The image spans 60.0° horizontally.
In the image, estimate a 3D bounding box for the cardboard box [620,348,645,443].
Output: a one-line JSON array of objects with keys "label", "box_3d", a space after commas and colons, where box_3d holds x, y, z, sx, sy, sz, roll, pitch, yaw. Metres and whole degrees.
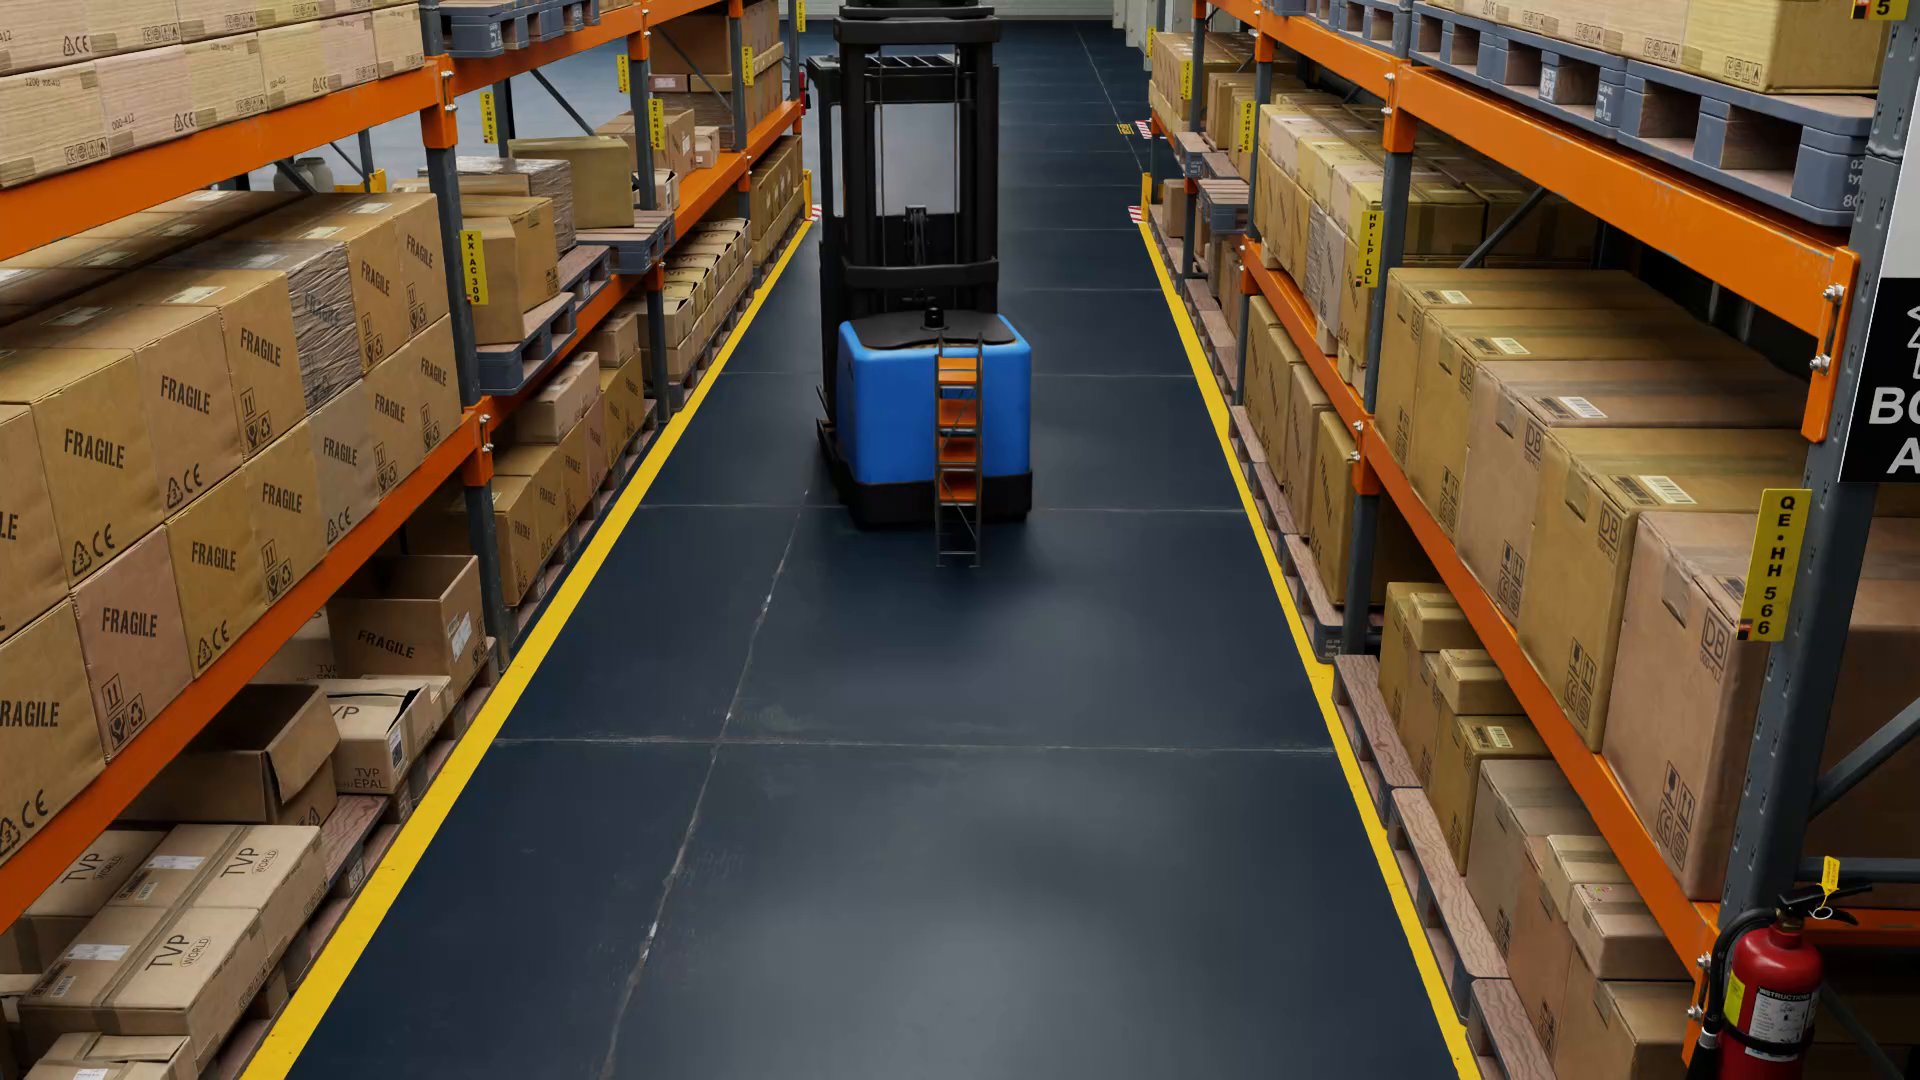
[{"label": "cardboard box", "box_3d": [-2.333, -0.931, 10.628, 0.500, 0.500, 0.500, 1, 21, 4]}]

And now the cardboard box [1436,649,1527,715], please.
[{"label": "cardboard box", "box_3d": [1.957, 0.515, 6.034, 0.380, 0.149, 0.250, 0, 21, 0]}]

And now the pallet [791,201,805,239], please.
[{"label": "pallet", "box_3d": [-2.278, -3.547, 18.379, 1.003, 0.211, 1.213, 1, 21, 2]}]

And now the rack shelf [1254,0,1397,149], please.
[{"label": "rack shelf", "box_3d": [2.351, -2.518, 8.721, 1.077, 0.370, 4.000, 1, 21, 2]}]

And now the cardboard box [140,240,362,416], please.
[{"label": "cardboard box", "box_3d": [-2.446, -0.745, 5.782, 0.500, 0.500, 0.500, 1, 21, 2]}]

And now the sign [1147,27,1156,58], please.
[{"label": "sign", "box_3d": [2.113, -5.481, 18.310, 0.100, 0.325, 0.005, 1, 21, 2]}]

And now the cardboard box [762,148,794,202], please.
[{"label": "cardboard box", "box_3d": [-2.031, -3.829, 17.434, 0.500, 0.500, 0.500, 1, 21, 2]}]

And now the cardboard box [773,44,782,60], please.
[{"label": "cardboard box", "box_3d": [-2.124, -5.238, 17.848, 0.380, 0.149, 0.250, 1, 21, 3]}]

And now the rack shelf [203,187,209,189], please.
[{"label": "rack shelf", "box_3d": [-7.430, -2.675, 13.272, 1.077, 0.370, 4.000, 1, 21, 2]}]

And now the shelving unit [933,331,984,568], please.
[{"label": "shelving unit", "box_3d": [-0.005, -0.500, 9.158, 0.258, 1.200, 0.503, 1, 21, 2]}]

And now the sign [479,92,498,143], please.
[{"label": "sign", "box_3d": [-3.094, -2.776, 10.937, 0.100, 0.325, 0.005, 1, 21, 2]}]

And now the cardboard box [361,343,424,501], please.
[{"label": "cardboard box", "box_3d": [-2.434, -0.462, 6.435, 0.500, 0.500, 0.500, 1, 21, 3]}]

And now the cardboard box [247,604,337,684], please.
[{"label": "cardboard box", "box_3d": [-2.890, 0.412, 7.428, 0.500, 0.311, 0.500, 1, 21, 2]}]

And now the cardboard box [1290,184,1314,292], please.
[{"label": "cardboard box", "box_3d": [2.092, -1.643, 9.040, 0.500, 0.500, 0.500, 1, 21, 3]}]

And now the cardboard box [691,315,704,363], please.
[{"label": "cardboard box", "box_3d": [-2.216, -1.513, 12.503, 0.500, 0.250, 0.500, 0, 21, 0]}]

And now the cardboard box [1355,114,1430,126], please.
[{"label": "cardboard box", "box_3d": [2.638, -2.369, 9.873, 0.500, 0.250, 0.500, 0, 21, 0]}]

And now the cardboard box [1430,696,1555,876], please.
[{"label": "cardboard box", "box_3d": [2.129, 0.874, 6.005, 0.700, 0.500, 0.500, 1, 21, 3]}]

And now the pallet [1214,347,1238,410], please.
[{"label": "pallet", "box_3d": [2.437, -1.161, 12.229, 1.003, 0.211, 1.213, 1, 21, 2]}]

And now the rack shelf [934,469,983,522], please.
[{"label": "rack shelf", "box_3d": [-0.005, -0.252, 9.254, 0.258, 0.148, 0.480, 1, 21, 2]}]

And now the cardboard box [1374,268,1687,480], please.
[{"label": "cardboard box", "box_3d": [2.258, -0.676, 6.710, 0.980, 0.700, 0.700, 1, 21, 2]}]

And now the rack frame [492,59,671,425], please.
[{"label": "rack frame", "box_3d": [-2.540, -2.232, 11.134, 1.000, 3.000, 0.127, 1, 21, 2]}]

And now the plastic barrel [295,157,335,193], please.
[{"label": "plastic barrel", "box_3d": [-7.191, -3.977, 18.491, 0.421, 0.512, 0.421, 0, 21, 0]}]

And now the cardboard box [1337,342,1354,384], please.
[{"label": "cardboard box", "box_3d": [2.002, -0.841, 7.870, 0.380, 0.149, 0.250, 1, 21, 3]}]

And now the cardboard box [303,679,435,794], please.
[{"label": "cardboard box", "box_3d": [-2.418, 0.743, 6.575, 0.500, 0.311, 0.500, 1, 21, 2]}]

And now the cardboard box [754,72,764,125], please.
[{"label": "cardboard box", "box_3d": [-2.368, -4.442, 16.693, 0.700, 0.500, 0.500, 1, 21, 3]}]

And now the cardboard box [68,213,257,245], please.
[{"label": "cardboard box", "box_3d": [-2.972, -0.944, 6.296, 0.500, 0.500, 0.500, 0, 21, 0]}]

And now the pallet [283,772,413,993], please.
[{"label": "pallet", "box_3d": [-2.717, 1.205, 6.131, 1.003, 0.211, 1.213, 1, 21, 2]}]

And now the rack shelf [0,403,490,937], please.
[{"label": "rack shelf", "box_3d": [-2.722, 0.273, 5.673, 1.077, 0.370, 4.000, 1, 21, 2]}]

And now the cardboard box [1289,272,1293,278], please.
[{"label": "cardboard box", "box_3d": [2.177, -1.676, 10.021, 0.380, 0.149, 0.250, 0, 21, 1]}]

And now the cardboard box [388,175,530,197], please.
[{"label": "cardboard box", "box_3d": [-2.669, -1.667, 8.960, 0.700, 0.500, 0.500, -5, 22, -12]}]

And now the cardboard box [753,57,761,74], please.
[{"label": "cardboard box", "box_3d": [-2.173, -4.682, 16.414, 0.380, 0.149, 0.250, 0, 21, 1]}]

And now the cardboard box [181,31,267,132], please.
[{"label": "cardboard box", "box_3d": [-2.463, -1.393, 5.033, 0.500, 0.250, 0.500, 1, 21, 2]}]

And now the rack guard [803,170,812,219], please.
[{"label": "rack guard", "box_3d": [-2.295, -3.968, 19.063, 1.175, 0.500, 0.348, 1, 21, 2]}]

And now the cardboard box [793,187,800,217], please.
[{"label": "cardboard box", "box_3d": [-2.020, -3.660, 18.036, 0.500, 0.250, 0.500, 1, 21, 2]}]

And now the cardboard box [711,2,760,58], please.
[{"label": "cardboard box", "box_3d": [-2.365, -5.034, 16.425, 0.700, 0.500, 0.500, 1, 21, 2]}]

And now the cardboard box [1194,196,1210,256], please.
[{"label": "cardboard box", "box_3d": [2.525, -3.040, 16.065, 0.500, 0.500, 0.500, -1, 21, -2]}]

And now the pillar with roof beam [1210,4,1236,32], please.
[{"label": "pillar with roof beam", "box_3d": [-0.622, -9.822, 22.403, 9.100, 9.000, 0.400, 1, 21, 2]}]

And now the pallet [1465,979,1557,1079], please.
[{"label": "pallet", "box_3d": [2.115, 1.724, 4.794, 1.003, 0.211, 1.213, 1, 21, 2]}]

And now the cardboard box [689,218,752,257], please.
[{"label": "cardboard box", "box_3d": [-2.144, -2.704, 14.796, 0.500, 0.311, 0.500, 1, 21, 2]}]

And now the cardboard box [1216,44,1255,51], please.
[{"label": "cardboard box", "box_3d": [2.802, -4.636, 16.474, 0.500, 0.500, 0.500, 1, 21, 2]}]

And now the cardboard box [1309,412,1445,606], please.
[{"label": "cardboard box", "box_3d": [2.180, -0.162, 8.192, 0.750, 0.750, 0.750, 1, 21, 2]}]

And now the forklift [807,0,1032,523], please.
[{"label": "forklift", "box_3d": [-0.354, -1.961, 10.532, 1.130, 2.935, 3.031, -4, 22, -10]}]

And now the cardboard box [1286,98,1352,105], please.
[{"label": "cardboard box", "box_3d": [2.393, -2.858, 11.104, 0.380, 0.149, 0.250, -2, 21, -5]}]

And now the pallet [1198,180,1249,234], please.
[{"label": "pallet", "box_3d": [2.327, -2.348, 11.699, 1.213, 0.211, 1.003, 1, 21, 2]}]

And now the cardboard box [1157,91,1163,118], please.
[{"label": "cardboard box", "box_3d": [2.300, -4.465, 17.071, 0.500, 0.250, 0.500, 0, 21, 1]}]

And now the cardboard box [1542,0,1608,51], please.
[{"label": "cardboard box", "box_3d": [1.951, -1.501, 4.593, 0.500, 0.250, 0.500, 0, 21, 0]}]

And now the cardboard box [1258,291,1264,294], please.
[{"label": "cardboard box", "box_3d": [2.514, -1.664, 12.519, 0.700, 0.500, 0.500, 1, 21, 2]}]

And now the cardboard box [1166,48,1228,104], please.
[{"label": "cardboard box", "box_3d": [2.274, -4.451, 15.996, 0.500, 0.500, 0.500, 0, 21, 0]}]

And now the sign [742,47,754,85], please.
[{"label": "sign", "box_3d": [-1.875, -4.178, 14.660, 0.100, 0.325, 0.005, 1, 21, 2]}]

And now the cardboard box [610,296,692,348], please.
[{"label": "cardboard box", "box_3d": [-2.230, -1.593, 11.934, 0.500, 0.311, 0.500, 1, 21, 3]}]

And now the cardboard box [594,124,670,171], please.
[{"label": "cardboard box", "box_3d": [-2.505, -2.885, 12.680, 0.500, 0.500, 0.500, 0, 21, -1]}]

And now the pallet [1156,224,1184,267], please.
[{"label": "pallet", "box_3d": [2.553, -3.010, 16.995, 1.003, 0.211, 1.213, 1, 21, 2]}]

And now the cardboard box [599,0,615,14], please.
[{"label": "cardboard box", "box_3d": [-2.535, -3.334, 9.690, 0.910, 0.500, 0.500, 1, 21, 2]}]

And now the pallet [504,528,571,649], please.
[{"label": "pallet", "box_3d": [-2.674, 0.220, 8.670, 1.003, 0.211, 1.213, 1, 21, 2]}]

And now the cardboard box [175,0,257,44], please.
[{"label": "cardboard box", "box_3d": [-2.457, -1.626, 4.942, 0.500, 0.250, 0.500, 1, 21, 2]}]

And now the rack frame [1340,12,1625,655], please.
[{"label": "rack frame", "box_3d": [2.290, -0.732, 7.269, 1.000, 3.000, 0.127, 1, 21, 2]}]
